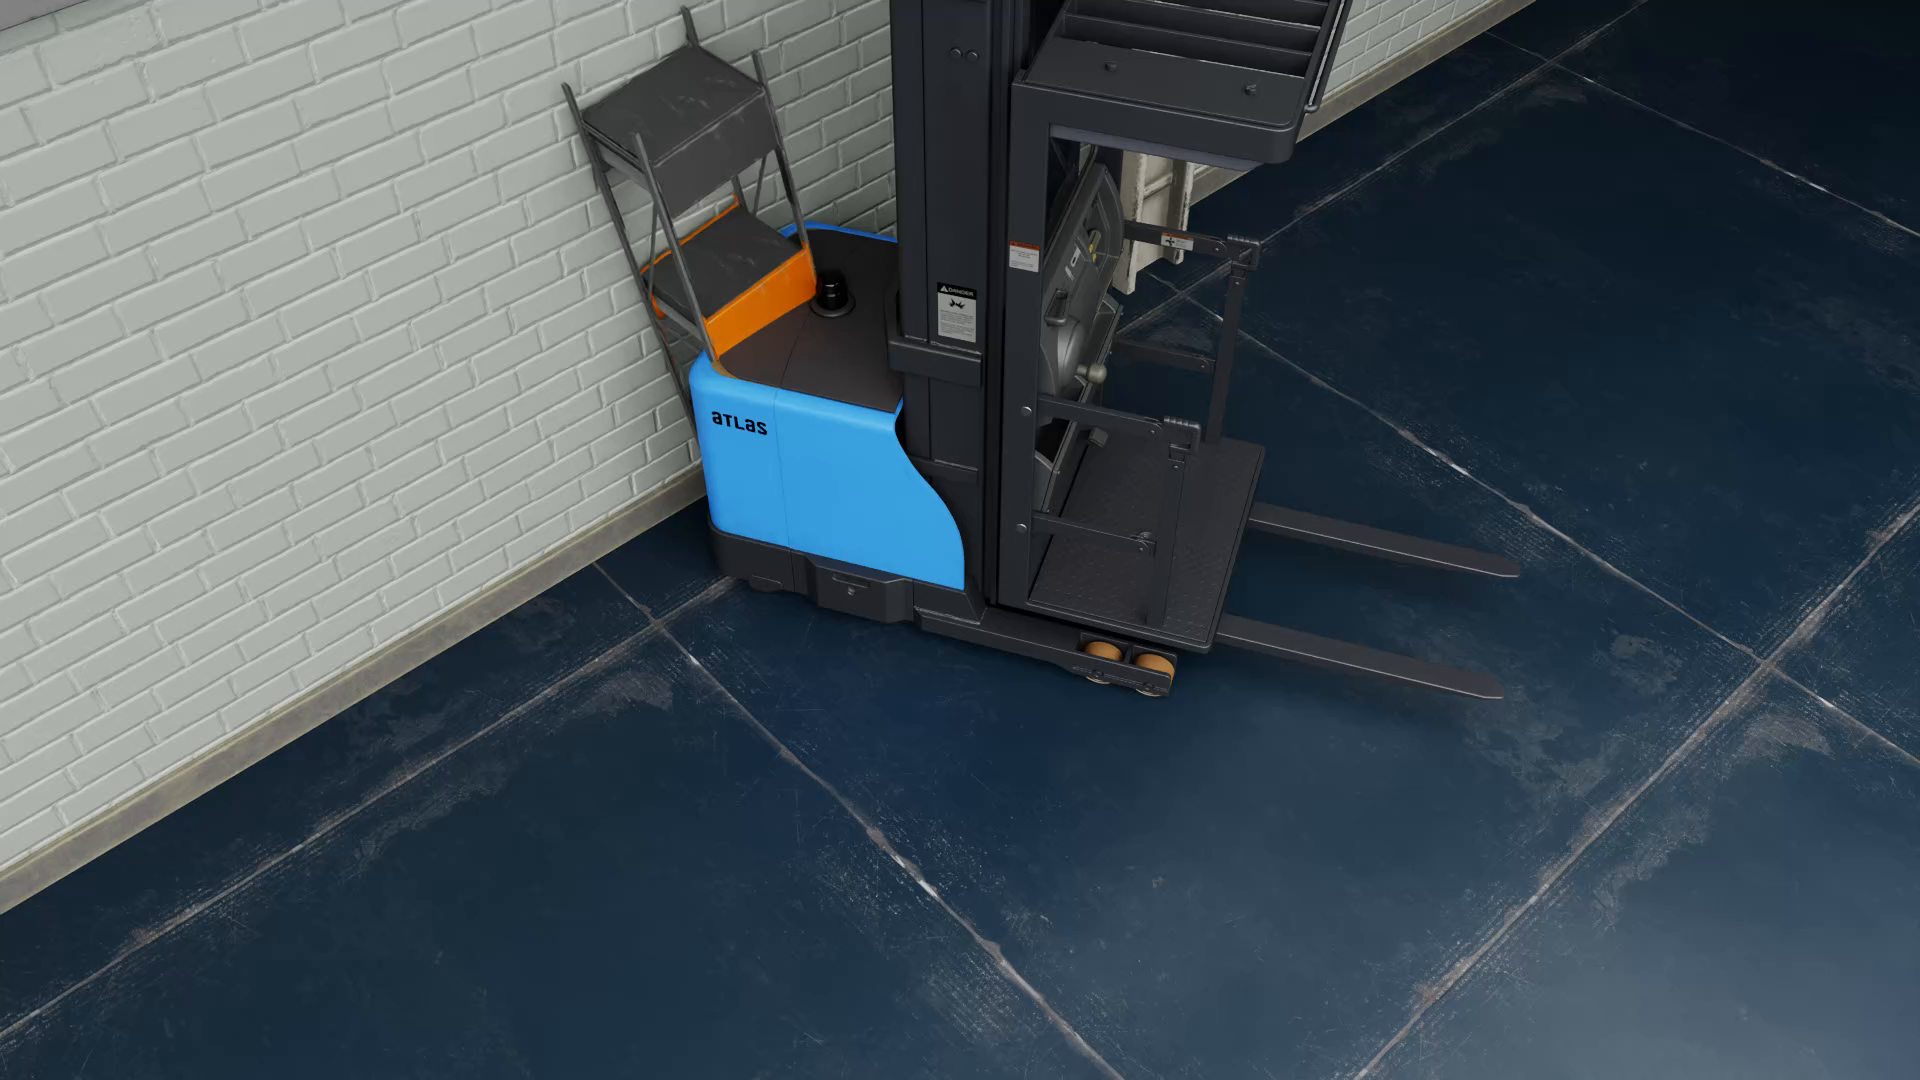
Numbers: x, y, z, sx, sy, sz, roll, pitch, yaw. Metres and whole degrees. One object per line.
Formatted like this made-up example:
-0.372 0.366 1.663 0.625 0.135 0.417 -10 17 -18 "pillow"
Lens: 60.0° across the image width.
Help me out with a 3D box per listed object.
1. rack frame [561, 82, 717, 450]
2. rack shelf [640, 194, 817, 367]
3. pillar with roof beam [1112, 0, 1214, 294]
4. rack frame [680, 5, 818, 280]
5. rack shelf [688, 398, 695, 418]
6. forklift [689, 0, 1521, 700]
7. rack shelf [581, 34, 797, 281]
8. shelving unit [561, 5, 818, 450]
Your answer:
-0.997 -0.718 5.997 0.015 2.100 0.400 -40 58 -20 "rack frame"
-0.821 -0.858 6.093 0.480 0.518 0.431 -40 58 -20 "rack shelf"
3.723 -2.043 2.512 0.400 9.000 9.100 -34 56 -27 "pillar with roof beam"
-0.649 -1.014 6.166 0.015 2.100 0.400 -40 58 -20 "rack frame"
-0.739 -0.443 6.650 0.480 0.518 0.431 -40 58 -20 "rack shelf"
0.600 -0.852 5.542 3.031 2.935 1.130 13 49 12 "forklift"
-0.903 -1.273 5.535 0.480 0.518 0.431 -40 58 -20 "rack shelf"
-0.823 -0.866 6.082 0.503 2.100 0.431 -40 58 -20 "shelving unit"
